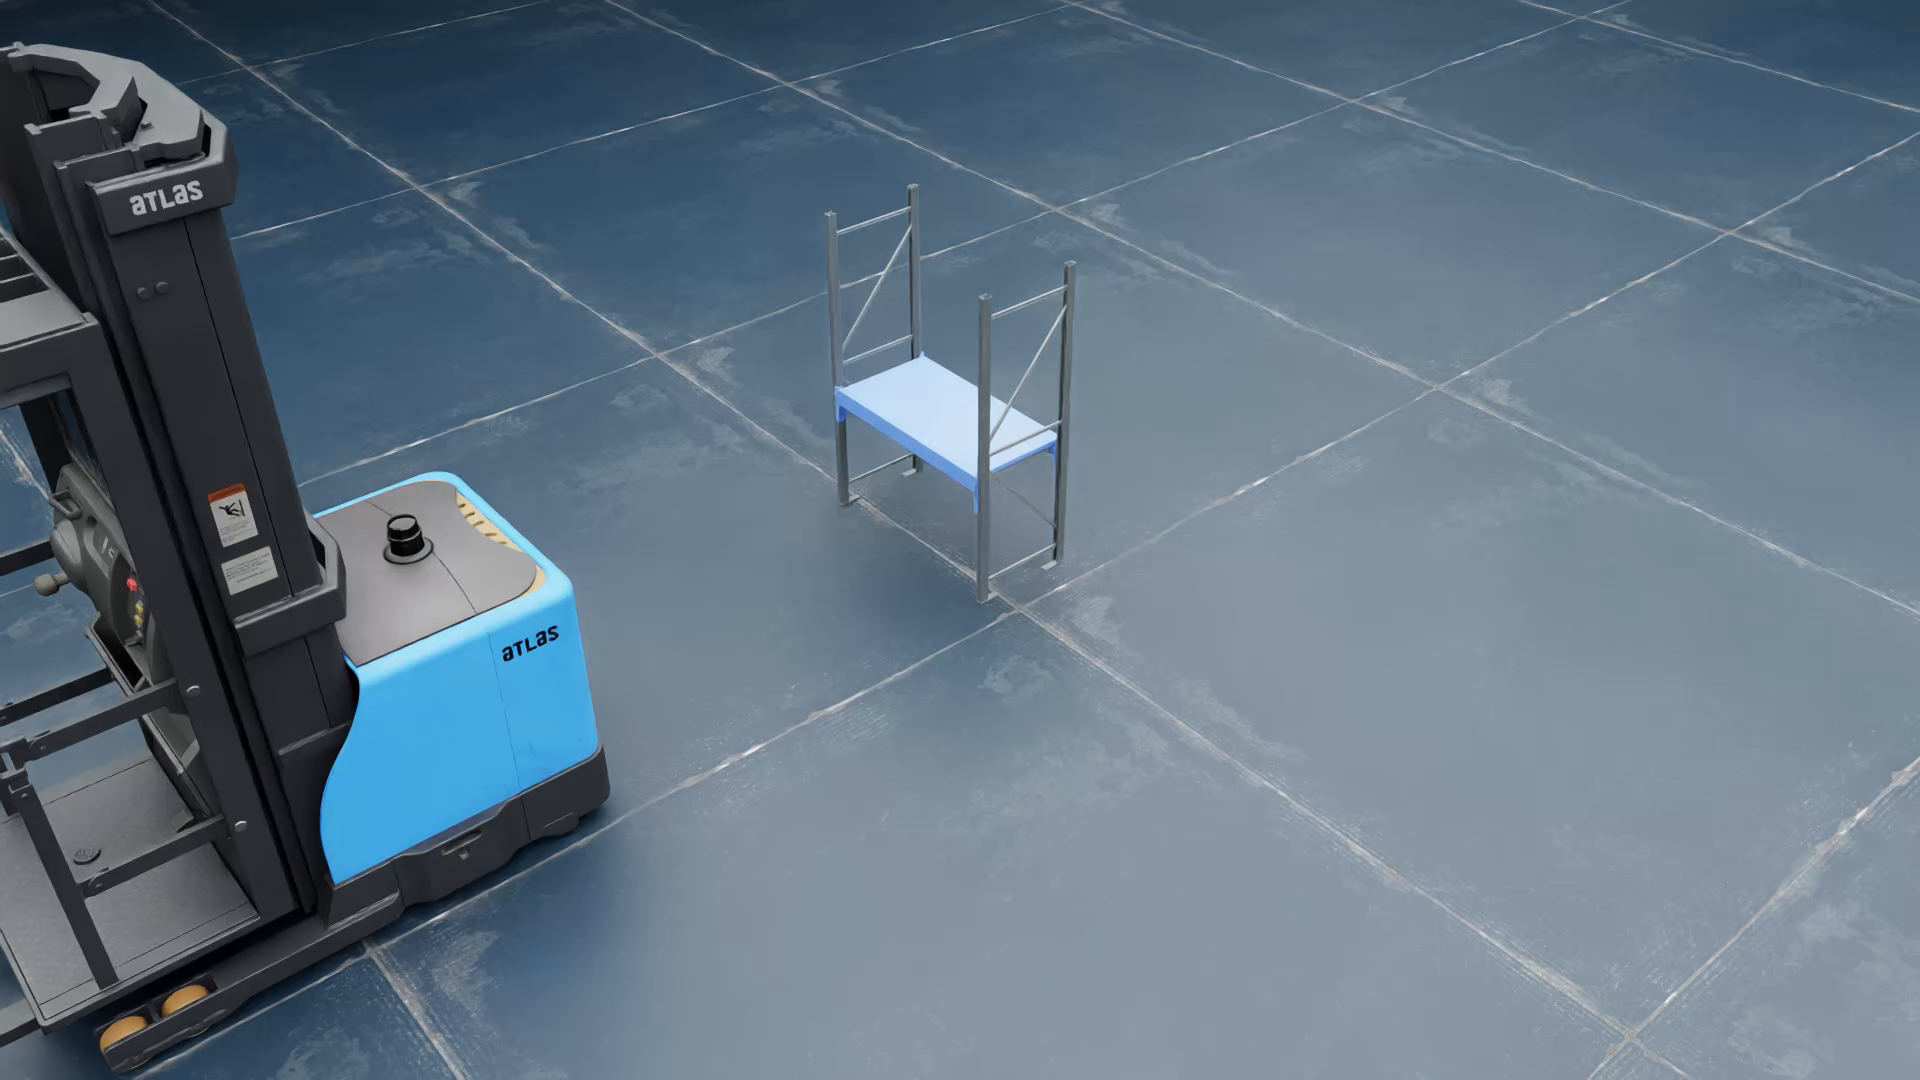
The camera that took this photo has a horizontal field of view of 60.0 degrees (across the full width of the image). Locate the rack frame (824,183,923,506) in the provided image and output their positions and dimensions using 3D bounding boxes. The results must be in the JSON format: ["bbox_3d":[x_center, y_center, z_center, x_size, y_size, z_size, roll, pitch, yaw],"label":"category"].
[{"bbox_3d":[-0.383,-0.874,7.687,0.500,1.500,0.032,-26,43,-32],"label":"rack frame"}]

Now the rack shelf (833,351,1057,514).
[{"bbox_3d":[-0.055,-0.503,7.474,0.538,0.185,1.000,-26,43,-32],"label":"rack shelf"}]

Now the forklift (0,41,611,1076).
[{"bbox_3d":[-2.772,0.159,4.990,3.031,2.935,1.130,-26,43,-32],"label":"forklift"}]

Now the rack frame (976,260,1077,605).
[{"bbox_3d":[0.273,-0.425,7.053,0.500,1.500,0.032,-26,43,-32],"label":"rack frame"}]

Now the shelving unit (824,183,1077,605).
[{"bbox_3d":[-0.055,-0.650,7.370,0.538,1.500,1.048,-26,43,-32],"label":"shelving unit"}]
